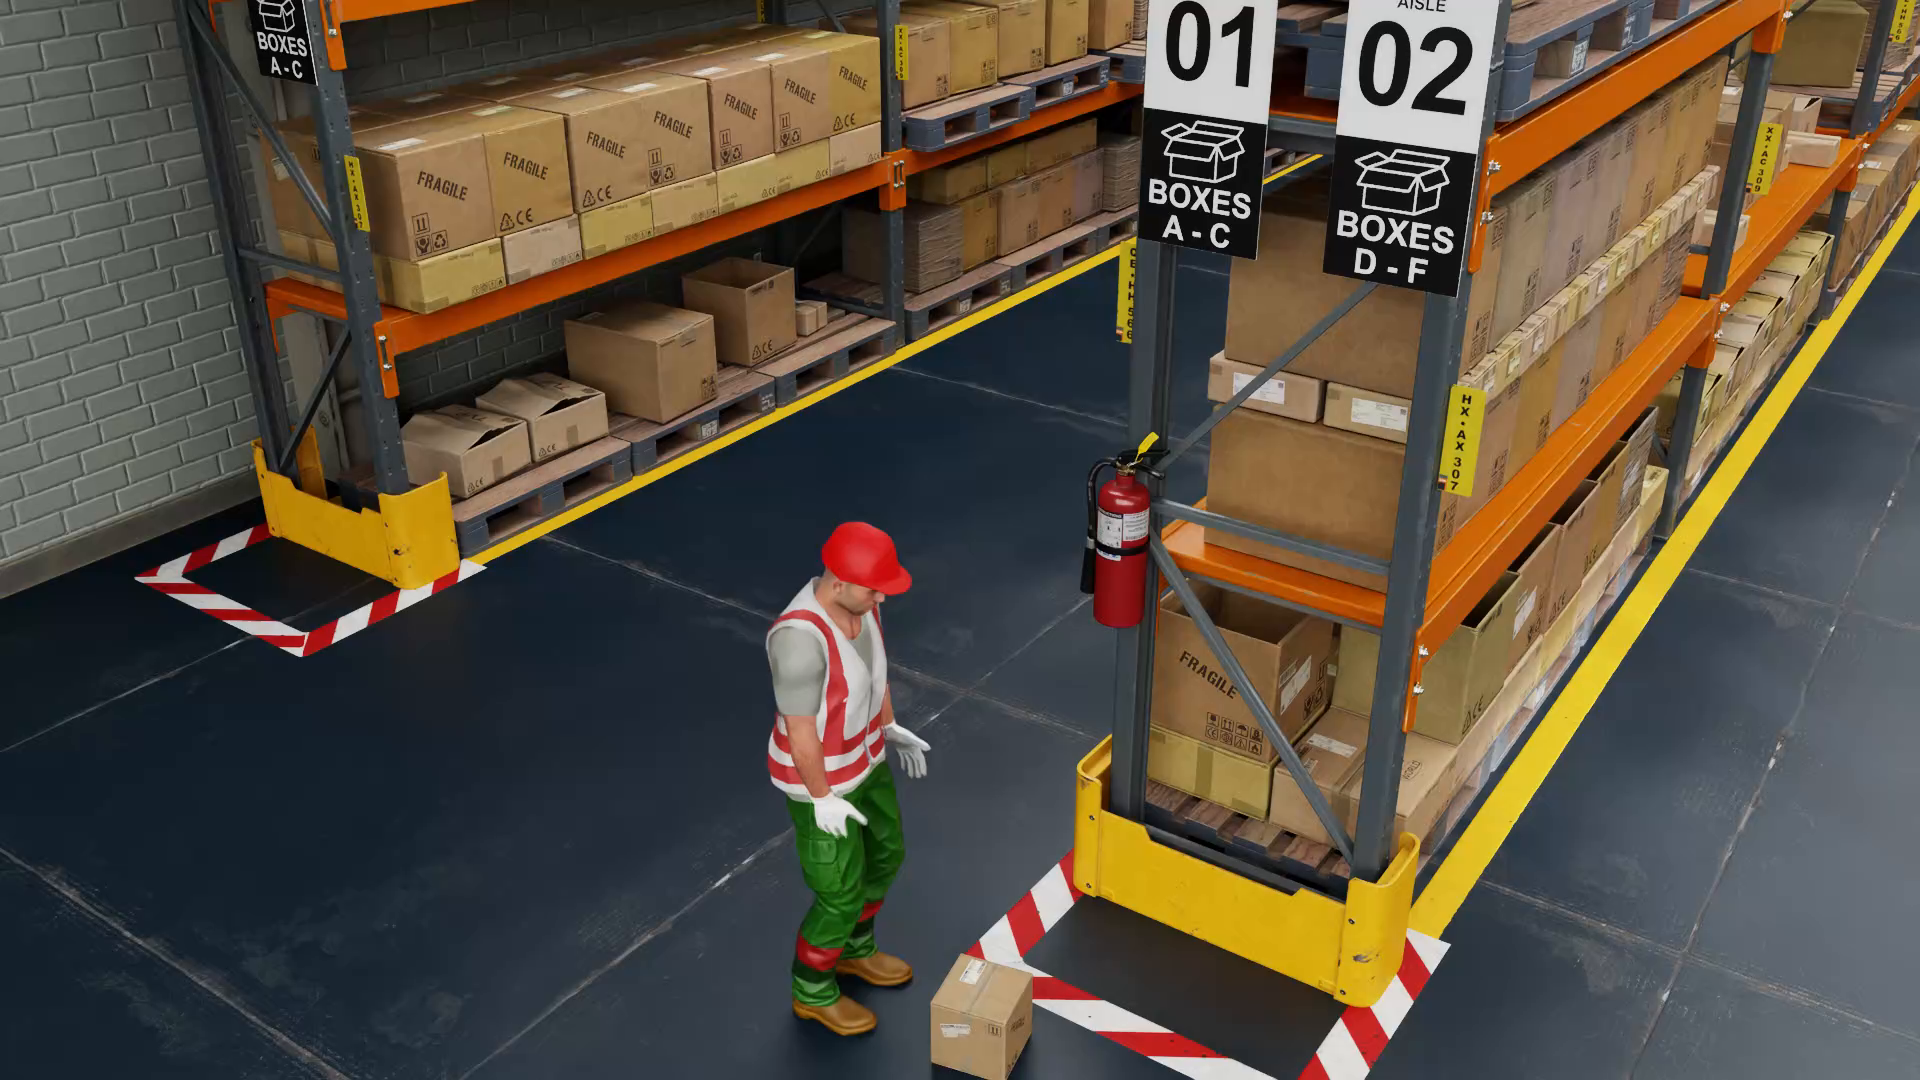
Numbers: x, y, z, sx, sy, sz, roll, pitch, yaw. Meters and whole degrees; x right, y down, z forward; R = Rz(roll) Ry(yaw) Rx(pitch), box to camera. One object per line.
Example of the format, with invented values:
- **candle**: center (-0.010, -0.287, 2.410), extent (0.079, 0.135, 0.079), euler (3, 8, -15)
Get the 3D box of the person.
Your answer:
- **person**: center (-0.348, 0.724, 5.194), extent (0.427, 1.750, 0.538), euler (11, 29, 21)
